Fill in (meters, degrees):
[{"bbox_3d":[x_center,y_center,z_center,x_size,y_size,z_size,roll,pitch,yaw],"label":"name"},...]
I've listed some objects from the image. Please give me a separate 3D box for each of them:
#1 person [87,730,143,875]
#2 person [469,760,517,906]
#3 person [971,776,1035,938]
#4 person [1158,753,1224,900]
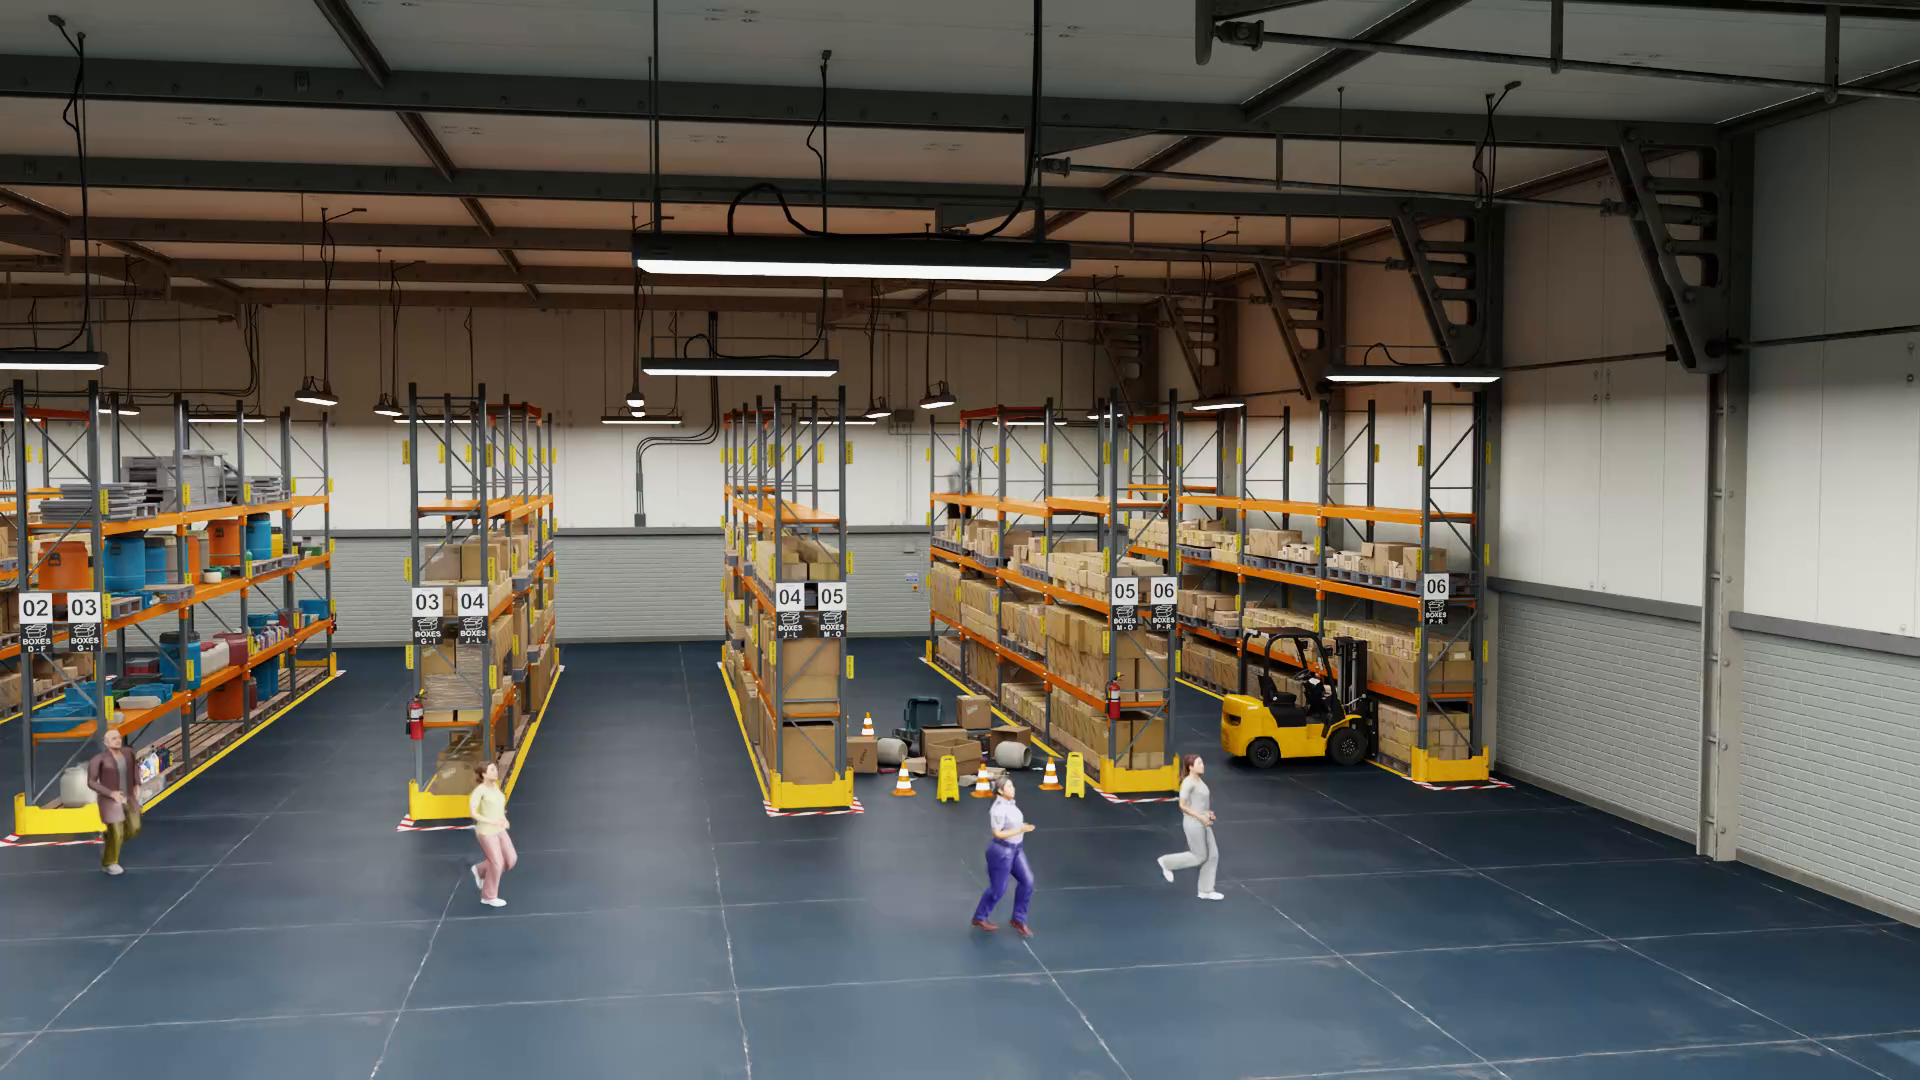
[{"bbox_3d":[-10.102,3.128,19.923,0.705,1.737,0.728,2,3,30],"label":"person"},{"bbox_3d":[-5.239,3.256,18.518,0.558,1.629,0.581,1,3,18],"label":"person"},{"bbox_3d":[0.470,3.306,17.307,0.708,1.704,0.585,1,3,26],"label":"person"},{"bbox_3d":[2.645,3.229,18.843,0.776,1.637,0.565,2,3,30],"label":"person"}]
